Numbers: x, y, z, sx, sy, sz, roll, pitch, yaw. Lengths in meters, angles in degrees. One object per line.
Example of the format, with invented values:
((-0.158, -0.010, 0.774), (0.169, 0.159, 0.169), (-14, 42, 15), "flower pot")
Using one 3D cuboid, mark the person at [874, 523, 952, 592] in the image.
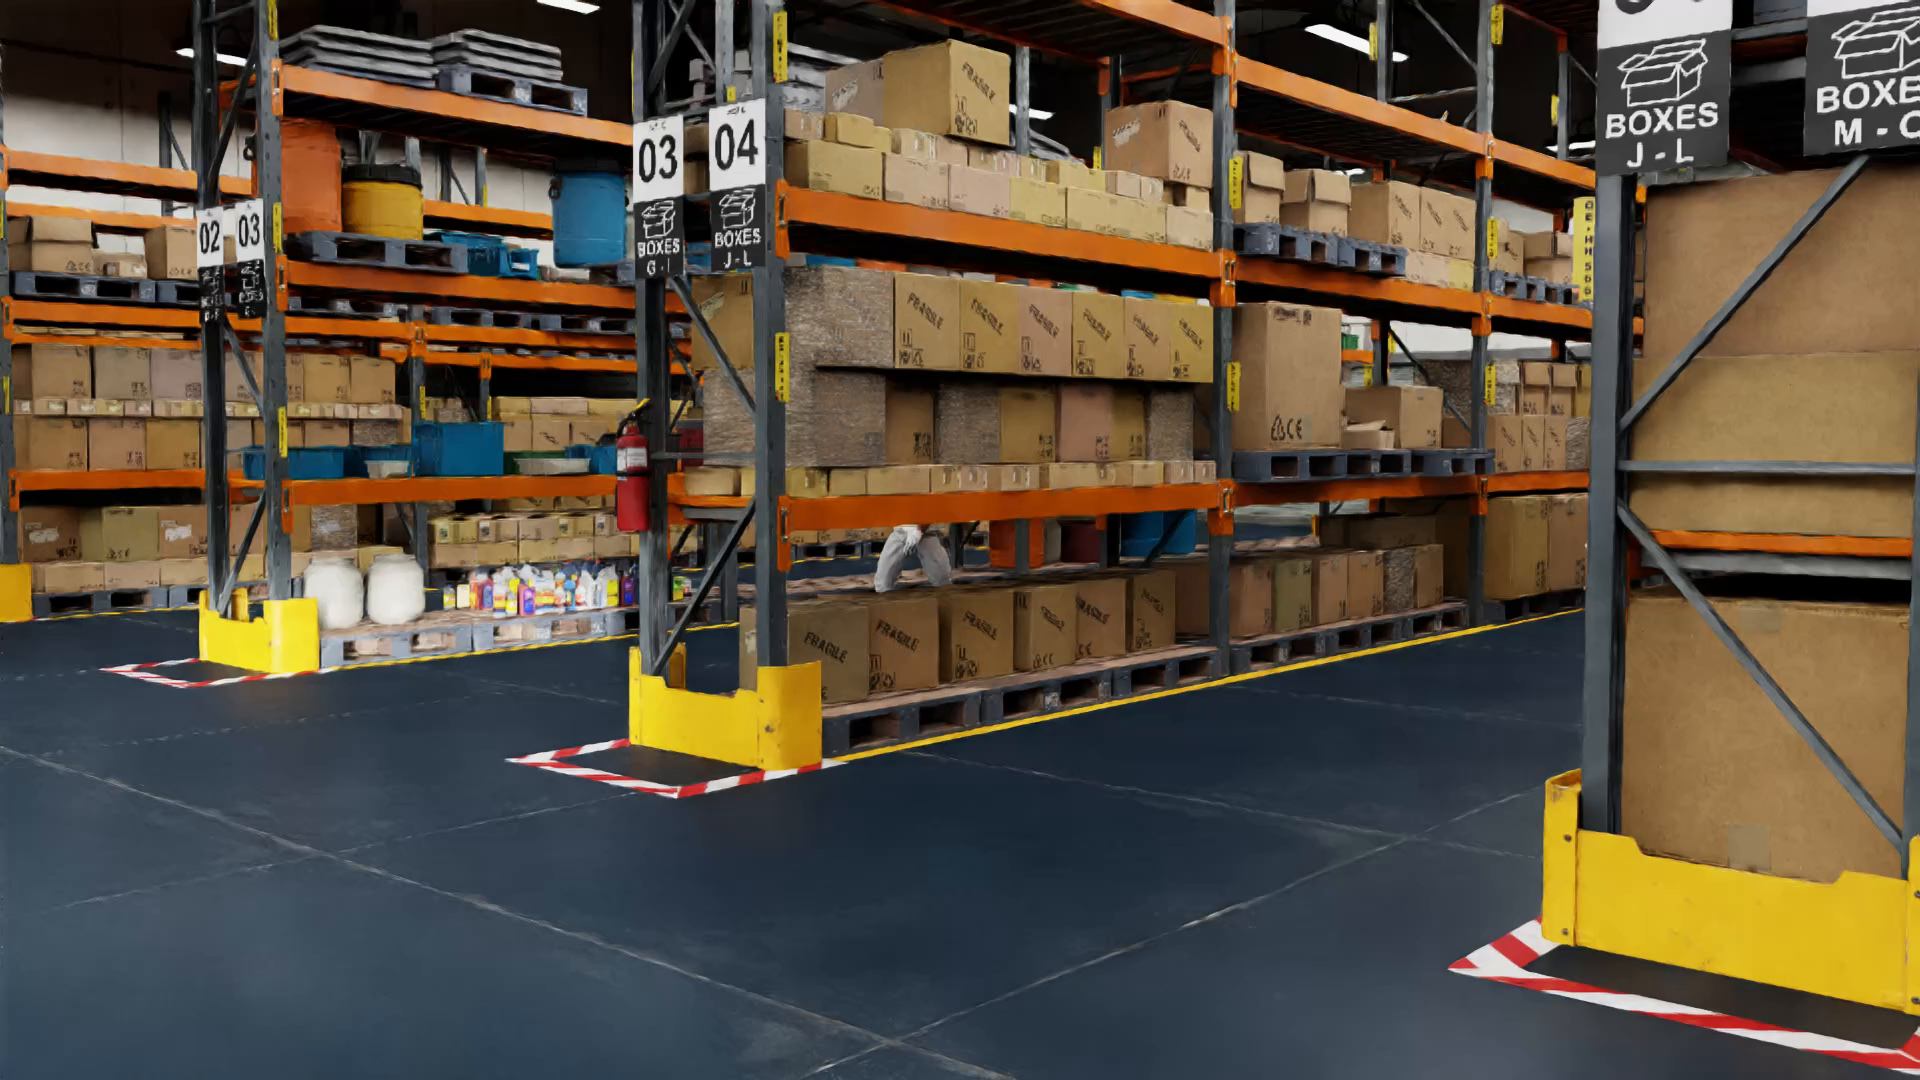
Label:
((-0.344, -0.051, 12.565), (0.805, 1.755, 0.611), (-3, 5, -40), "person")
